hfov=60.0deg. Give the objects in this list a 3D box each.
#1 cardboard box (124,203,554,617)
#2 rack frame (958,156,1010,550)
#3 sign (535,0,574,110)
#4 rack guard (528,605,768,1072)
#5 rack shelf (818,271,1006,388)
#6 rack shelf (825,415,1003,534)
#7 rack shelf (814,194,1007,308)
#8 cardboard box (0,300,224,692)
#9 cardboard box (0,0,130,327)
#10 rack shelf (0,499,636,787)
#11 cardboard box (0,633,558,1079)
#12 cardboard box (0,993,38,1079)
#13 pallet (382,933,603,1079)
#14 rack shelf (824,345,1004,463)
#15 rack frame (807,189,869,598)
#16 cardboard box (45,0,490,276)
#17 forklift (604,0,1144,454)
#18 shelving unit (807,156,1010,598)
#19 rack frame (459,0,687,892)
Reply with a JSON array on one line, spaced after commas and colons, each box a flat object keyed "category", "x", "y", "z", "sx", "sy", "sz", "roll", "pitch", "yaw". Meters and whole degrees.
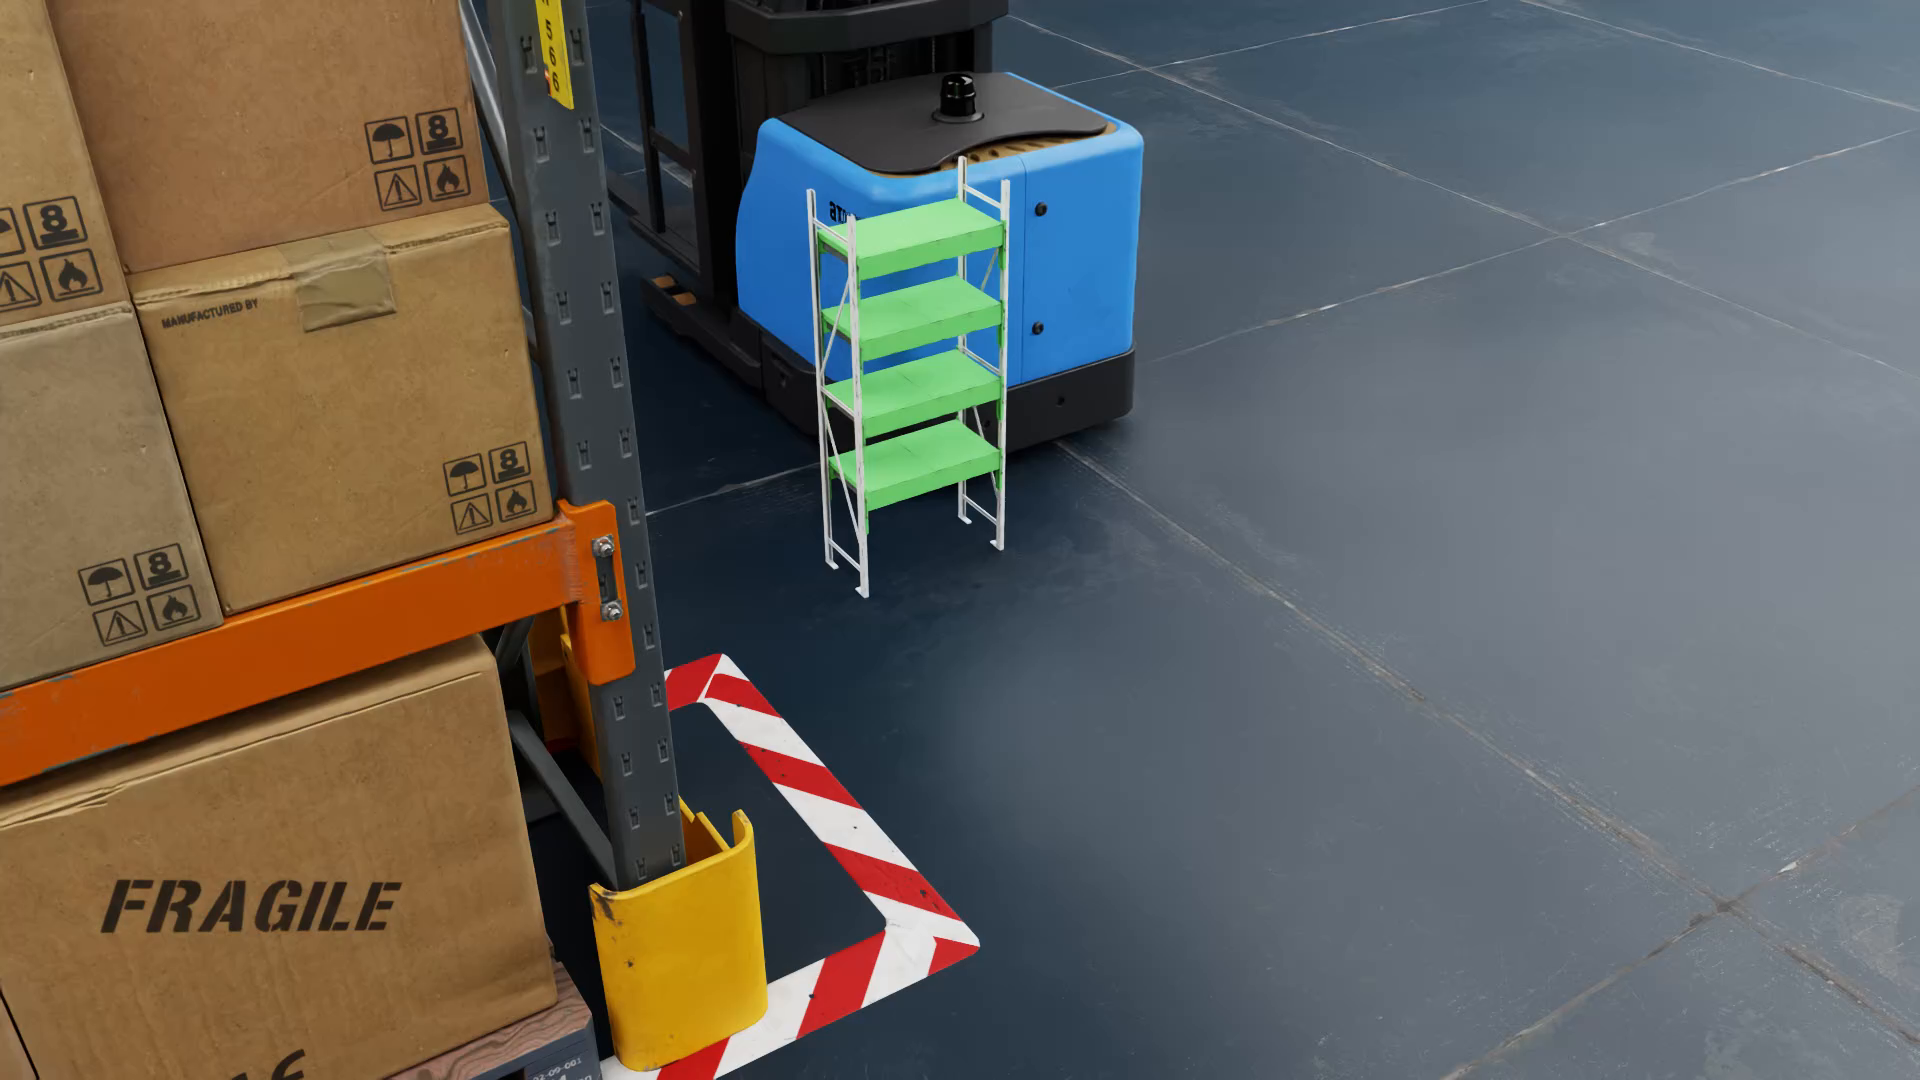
[{"category": "cardboard box", "x": -1.163, "y": -0.381, "z": 2.902, "sx": 0.550, "sy": 0.550, "sz": 0.875, "roll": -19, "pitch": 37, "yaw": -27}, {"category": "rack frame", "x": 0.066, "y": -0.530, "z": 4.966, "sx": 0.015, "sy": 1.200, "sz": 0.240, "roll": -19, "pitch": 37, "yaw": -27}, {"category": "sign", "x": -0.593, "y": -0.788, "z": 2.381, "sx": 0.005, "sy": 0.325, "sz": 0.100, "roll": -19, "pitch": 37, "yaw": -27}, {"category": "rack guard", "x": -0.856, "y": 0.605, "z": 3.823, "sx": 0.348, "sy": 0.500, "sz": 1.175, "roll": -19, "pitch": 37, "yaw": -27}, {"category": "rack shelf", "x": -0.139, "y": -0.609, "z": 4.760, "sx": 0.480, "sy": 0.148, "sz": 0.258, "roll": -19, "pitch": 37, "yaw": -27}, {"category": "rack shelf", "x": -0.139, "y": -0.203, "z": 5.016, "sx": 0.480, "sy": 0.148, "sz": 0.258, "roll": -19, "pitch": 37, "yaw": -27}, {"category": "rack shelf", "x": -0.139, "y": -0.812, "z": 4.632, "sx": 0.480, "sy": 0.148, "sz": 0.258, "roll": -19, "pitch": 37, "yaw": -27}, {"category": "cardboard box", "x": -1.614, "y": -0.213, "z": 2.635, "sx": 0.550, "sy": 0.550, "sz": 0.875, "roll": -19, "pitch": 37, "yaw": -27}, {"category": "cardboard box", "x": -1.621, "y": -0.675, "z": 2.357, "sx": 0.550, "sy": 0.550, "sz": 0.875, "roll": -19, "pitch": 37, "yaw": -27}, {"category": "rack shelf", "x": -2.557, "y": 0.437, "z": 2.420, "sx": 4.000, "sy": 0.370, "sz": 1.077, "roll": -19, "pitch": 37, "yaw": -27}, {"category": "cardboard box", "x": -1.410, "y": 0.501, "z": 3.242, "sx": 0.875, "sy": 0.875, "sz": 0.875, "roll": -19, "pitch": 37, "yaw": -27}, {"category": "cardboard box", "x": -2.148, "y": 0.756, "z": 2.837, "sx": 0.875, "sy": 0.875, "sz": 0.875, "roll": -20, "pitch": 37, "yaw": -28}, {"category": "pallet", "x": -1.505, "y": 1.000, "z": 3.467, "sx": 1.213, "sy": 0.211, "sz": 1.003, "roll": -19, "pitch": 37, "yaw": -27}, {"category": "rack shelf", "x": -0.139, "y": -0.406, "z": 4.888, "sx": 0.480, "sy": 0.148, "sz": 0.258, "roll": -19, "pitch": 37, "yaw": -27}, {"category": "rack frame", "x": -0.344, "y": -0.389, "z": 4.742, "sx": 0.015, "sy": 1.200, "sz": 0.240, "roll": -19, "pitch": 37, "yaw": -27}, {"category": "cardboard box", "x": -1.209, "y": -0.876, "z": 2.674, "sx": 0.550, "sy": 0.550, "sz": 0.875, "roll": -19, "pitch": 37, "yaw": -27}, {"category": "forklift", "x": -0.613, "y": -2.164, "z": 5.933, "sx": 1.130, "sy": 2.935, "sz": 3.031, "roll": -19, "pitch": 37, "yaw": -27}, {"category": "shelving unit", "x": -0.139, "y": -0.460, "z": 4.854, "sx": 0.503, "sy": 1.200, "sz": 0.258, "roll": -19, "pitch": 37, "yaw": -27}, {"category": "rack frame", "x": -0.876, "y": -0.446, "z": 3.145, "sx": 0.127, "sy": 3.000, "sz": 1.000, "roll": -19, "pitch": 37, "yaw": -27}]
